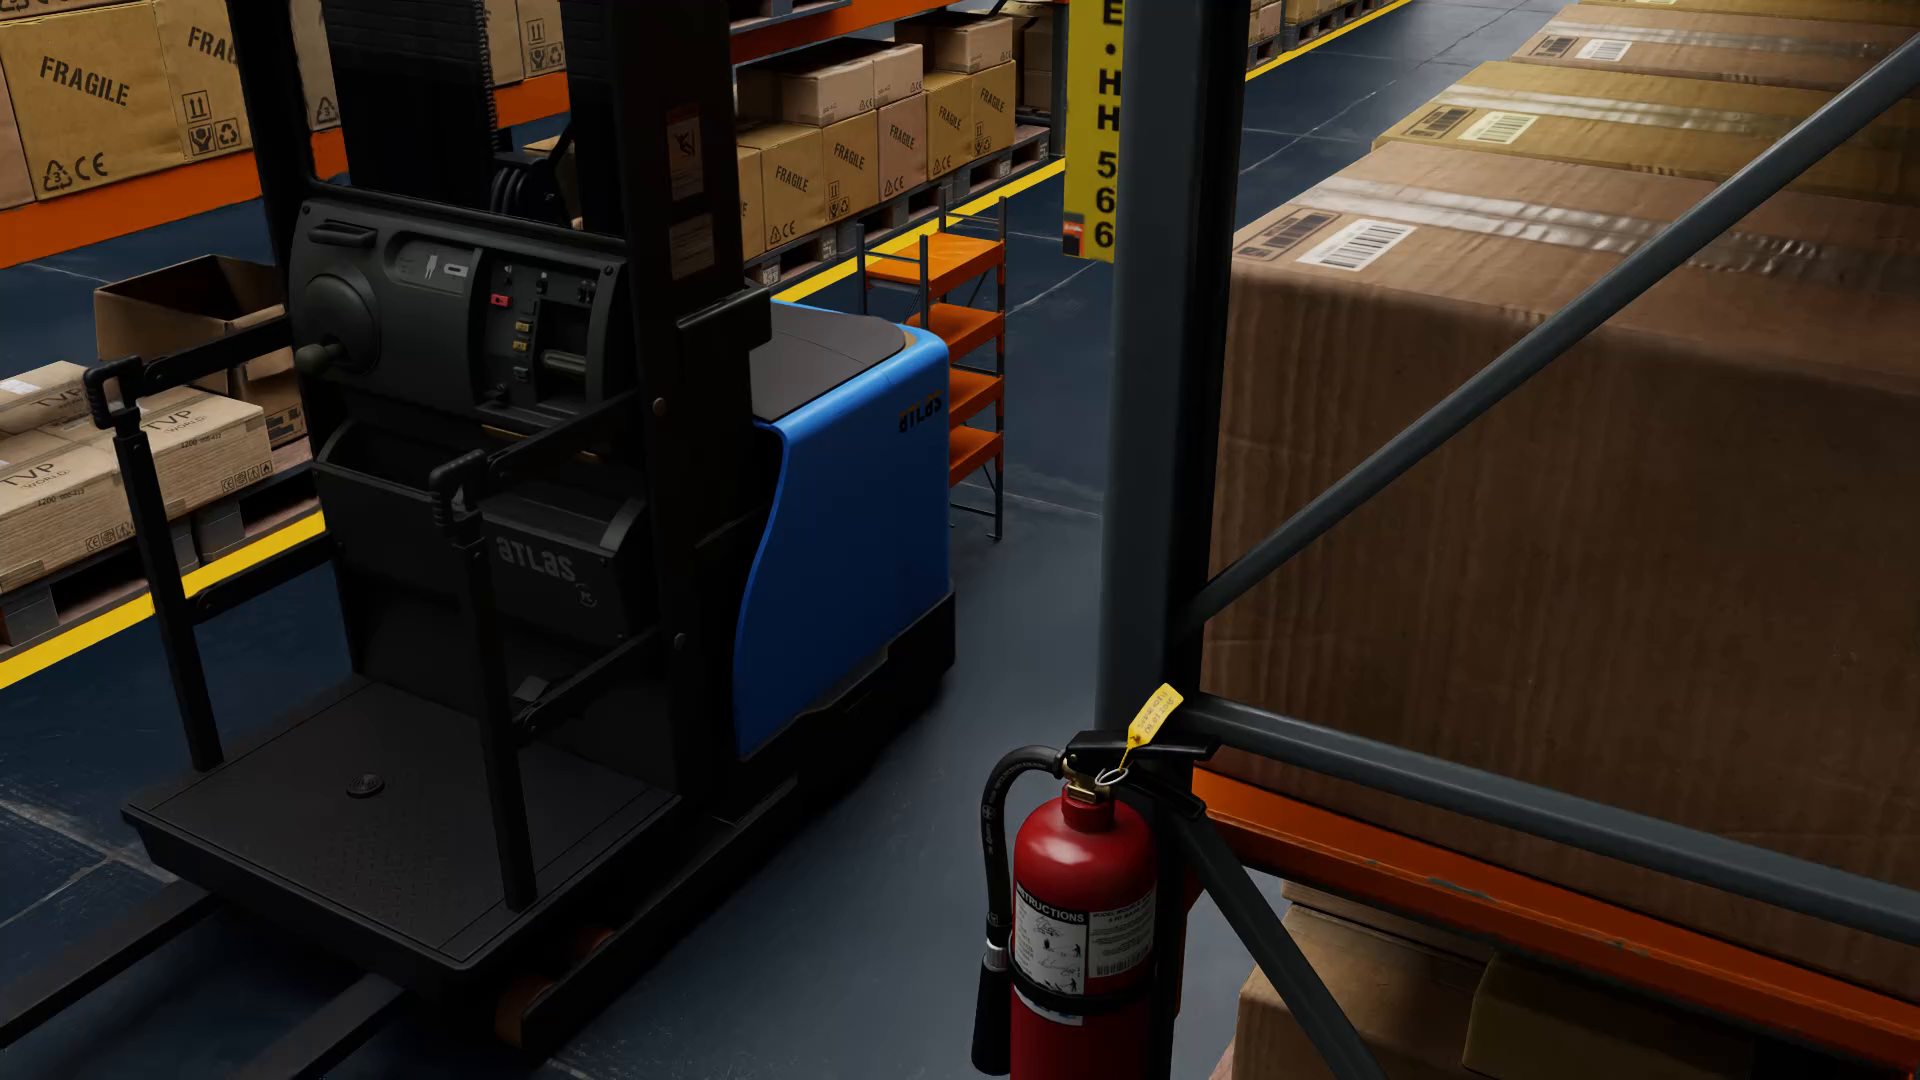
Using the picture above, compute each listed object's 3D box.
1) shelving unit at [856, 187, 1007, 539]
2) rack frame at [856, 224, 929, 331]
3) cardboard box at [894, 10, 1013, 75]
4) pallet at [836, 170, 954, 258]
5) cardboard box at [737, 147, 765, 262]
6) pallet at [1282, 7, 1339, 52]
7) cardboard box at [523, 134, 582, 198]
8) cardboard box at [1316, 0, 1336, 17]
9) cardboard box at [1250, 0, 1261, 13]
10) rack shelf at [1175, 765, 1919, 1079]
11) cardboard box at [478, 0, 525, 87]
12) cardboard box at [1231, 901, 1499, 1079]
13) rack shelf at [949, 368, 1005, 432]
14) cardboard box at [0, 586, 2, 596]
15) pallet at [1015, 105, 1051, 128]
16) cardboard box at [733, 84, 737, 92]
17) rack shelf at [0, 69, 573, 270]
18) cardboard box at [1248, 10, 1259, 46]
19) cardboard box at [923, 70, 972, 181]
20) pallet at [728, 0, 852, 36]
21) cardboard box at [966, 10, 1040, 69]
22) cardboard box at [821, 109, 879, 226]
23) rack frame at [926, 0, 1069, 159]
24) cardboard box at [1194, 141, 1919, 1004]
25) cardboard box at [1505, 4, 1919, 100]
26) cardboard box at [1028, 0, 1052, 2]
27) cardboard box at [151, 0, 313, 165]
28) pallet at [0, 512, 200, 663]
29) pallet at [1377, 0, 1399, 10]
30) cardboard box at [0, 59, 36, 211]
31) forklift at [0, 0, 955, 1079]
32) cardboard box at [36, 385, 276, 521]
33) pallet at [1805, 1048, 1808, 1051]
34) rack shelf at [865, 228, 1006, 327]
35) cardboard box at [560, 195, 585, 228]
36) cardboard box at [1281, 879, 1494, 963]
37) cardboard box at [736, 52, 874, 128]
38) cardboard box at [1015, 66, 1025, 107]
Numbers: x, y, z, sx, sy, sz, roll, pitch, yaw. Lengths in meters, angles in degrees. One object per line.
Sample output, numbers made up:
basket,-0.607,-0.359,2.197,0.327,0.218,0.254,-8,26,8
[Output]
shelving unit,-0.081,-0.472,5.353,0.258,1.200,0.503,14,30,26
rack frame,-0.201,-0.377,5.163,0.240,1.200,0.015,14,30,26
cardboard box,-0.036,-2.883,9.622,0.500,0.250,0.500,15,30,28
pallet,-0.758,-1.905,9.319,1.003,0.211,1.213,14,30,26
cardboard box,-1.274,-1.563,7.822,0.500,0.500,0.500,13,29,24
pallet,2.639,-4.521,14.545,1.003,0.211,1.213,14,30,26
cardboard box,-1.731,-1.683,8.063,0.500,0.500,0.500,14,30,26
cardboard box,2.954,-4.733,14.456,0.500,0.250,0.500,14,30,26
cardboard box,2.011,-4.251,12.867,0.500,0.311,0.500,15,30,28
rack shelf,1.607,-0.159,3.519,1.077,0.370,4.000,14,30,26
cardboard box,-1.999,-1.941,6.165,0.500,0.500,0.500,15,30,28
cardboard box,0.880,0.934,2.856,0.700,0.500,0.500,14,30,26
rack shelf,-0.081,-0.412,5.383,0.258,0.148,0.480,14,30,26
cardboard box,-3.064,0.095,4.883,0.380,0.166,0.250,14,30,26
pallet,0.683,-2.973,11.454,1.003,0.211,1.213,14,30,26
cardboard box,-0.985,-2.268,9.231,0.500,0.500,0.500,13,29,24
rack shelf,-2.708,-1.248,5.696,1.077,0.370,4.000,14,30,26
cardboard box,2.010,-4.003,12.998,0.500,0.250,0.500,14,30,25
cardboard box,-0.267,-2.369,9.433,0.500,0.500,0.500,13,29,24
pallet,-1.236,-2.551,7.709,1.003,0.211,1.213,14,30,26
cardboard box,0.287,-3.375,11.118,0.500,0.311,0.500,15,30,27
cardboard box,-0.769,-1.966,8.628,0.500,0.500,0.500,15,30,27
rack frame,0.244,-3.908,10.206,1.000,3.000,0.127,14,30,26
cardboard box,0.865,-0.036,2.136,0.980,0.700,0.700,16,31,28
cardboard box,1.596,-0.617,3.297,0.980,0.700,0.700,13,29,24
cardboard box,0.788,-3.775,11.917,0.500,0.311,0.500,14,30,26
cardboard box,-2.498,-1.541,5.367,0.500,0.500,0.500,15,30,27
pallet,-3.263,0.116,5.282,1.003,0.211,1.213,14,30,26
pallet,3.840,-5.472,16.444,1.003,0.211,1.213,14,30,26
cardboard box,-2.995,-1.152,4.589,0.500,0.500,0.500,14,30,26
forklift,-1.197,-0.450,3.375,1.130,2.935,3.031,15,30,27
cardboard box,-2.685,-0.297,5.572,0.500,0.250,0.500,14,30,26
pallet,1.549,0.744,4.029,1.003,0.211,1.213,14,30,26
rack shelf,-0.081,-0.823,5.177,0.258,0.148,0.480,14,30,26
cardboard box,-1.757,-1.144,6.984,0.500,0.500,0.500,14,30,26
cardboard box,0.785,0.554,2.891,0.380,0.149,0.250,14,30,26
cardboard box,-0.782,-2.288,8.433,0.500,0.250,0.500,14,30,26
cardboard box,0.290,-3.125,11.244,0.500,0.250,0.500,15,30,27
